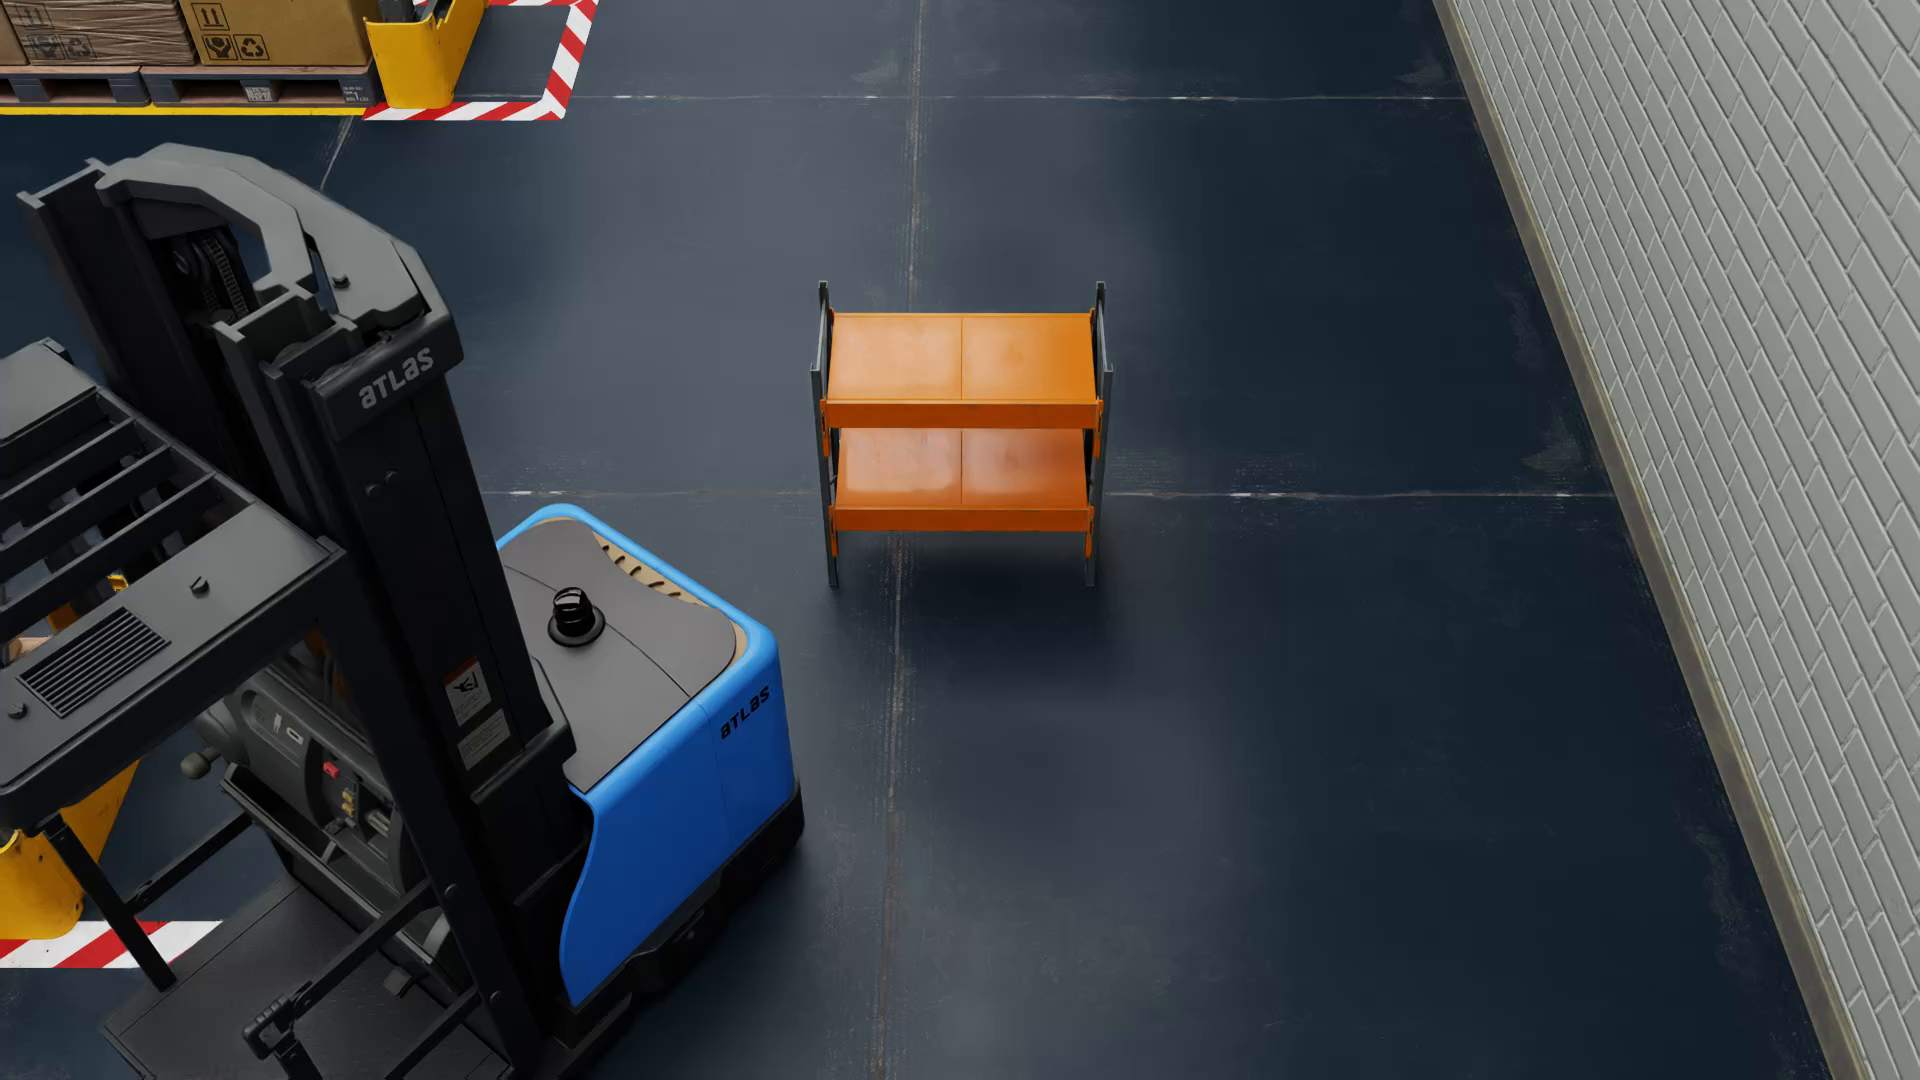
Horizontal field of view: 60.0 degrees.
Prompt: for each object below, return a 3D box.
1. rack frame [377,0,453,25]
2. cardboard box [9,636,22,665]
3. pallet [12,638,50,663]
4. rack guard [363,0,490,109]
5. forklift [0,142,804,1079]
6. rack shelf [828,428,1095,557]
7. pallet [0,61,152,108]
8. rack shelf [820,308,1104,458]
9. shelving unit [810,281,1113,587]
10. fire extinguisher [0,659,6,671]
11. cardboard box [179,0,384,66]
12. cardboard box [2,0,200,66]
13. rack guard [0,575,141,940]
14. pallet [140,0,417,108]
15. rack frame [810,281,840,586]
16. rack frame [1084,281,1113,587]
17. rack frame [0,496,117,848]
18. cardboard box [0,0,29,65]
[{"bbox_3d":[-2.927,-3.756,8.197,0.127,3.000,1.000,0,47,0],"label":"rack frame"},{"bbox_3d":[-3.569,0.466,5.927,0.250,0.149,0.380,1,47,1],"label":"cardboard box"},{"bbox_3d":[-3.935,0.796,5.865,1.213,0.211,1.003,0,47,0],"label":"pallet"},{"bbox_3d":[-2.903,-2.905,9.112,0.348,0.500,1.175,0,47,0],"label":"rack guard"},{"bbox_3d":[-1.842,0.654,4.139,1.130,2.935,3.031,30,54,25],"label":"forklift"},{"bbox_3d":[0.007,-0.217,6.517,1.000,0.278,0.538,0,47,0],"label":"rack shelf"},{"bbox_3d":[-4.944,-2.757,9.172,1.213,0.211,1.003,0,47,0],"label":"pallet"},{"bbox_3d":[0.007,-0.583,6.124,1.000,0.278,0.538,0,47,0],"label":"rack shelf"},{"bbox_3d":[0.007,-0.383,6.338,1.048,1.125,0.538,0,47,0],"label":"shelving unit"},{"bbox_3d":[-2.796,0.366,4.668,0.183,0.674,0.296,0,47,0],"label":"fire extinguisher"},{"bbox_3d":[-3.567,-3.119,8.768,0.875,0.875,0.875,0,47,0],"label":"cardboard box"},{"bbox_3d":[-4.477,-3.121,8.771,0.875,0.875,0.875,0,47,0],"label":"cardboard box"},{"bbox_3d":[-3.122,0.725,5.733,0.348,0.500,1.175,0,47,0],"label":"rack guard"},{"bbox_3d":[-3.727,-2.751,9.167,1.213,0.211,1.003,0,47,0],"label":"pallet"},{"bbox_3d":[-0.502,-0.385,6.340,0.032,1.125,0.500,0,47,0],"label":"rack frame"},{"bbox_3d":[0.515,-0.382,6.337,0.032,1.125,0.500,0,47,0],"label":"rack frame"},{"bbox_3d":[-3.046,-0.126,4.818,0.127,3.000,1.000,0,47,0],"label":"rack frame"},{"bbox_3d":[-5.367,-3.124,8.773,0.875,0.875,0.875,0,47,0],"label":"cardboard box"}]
